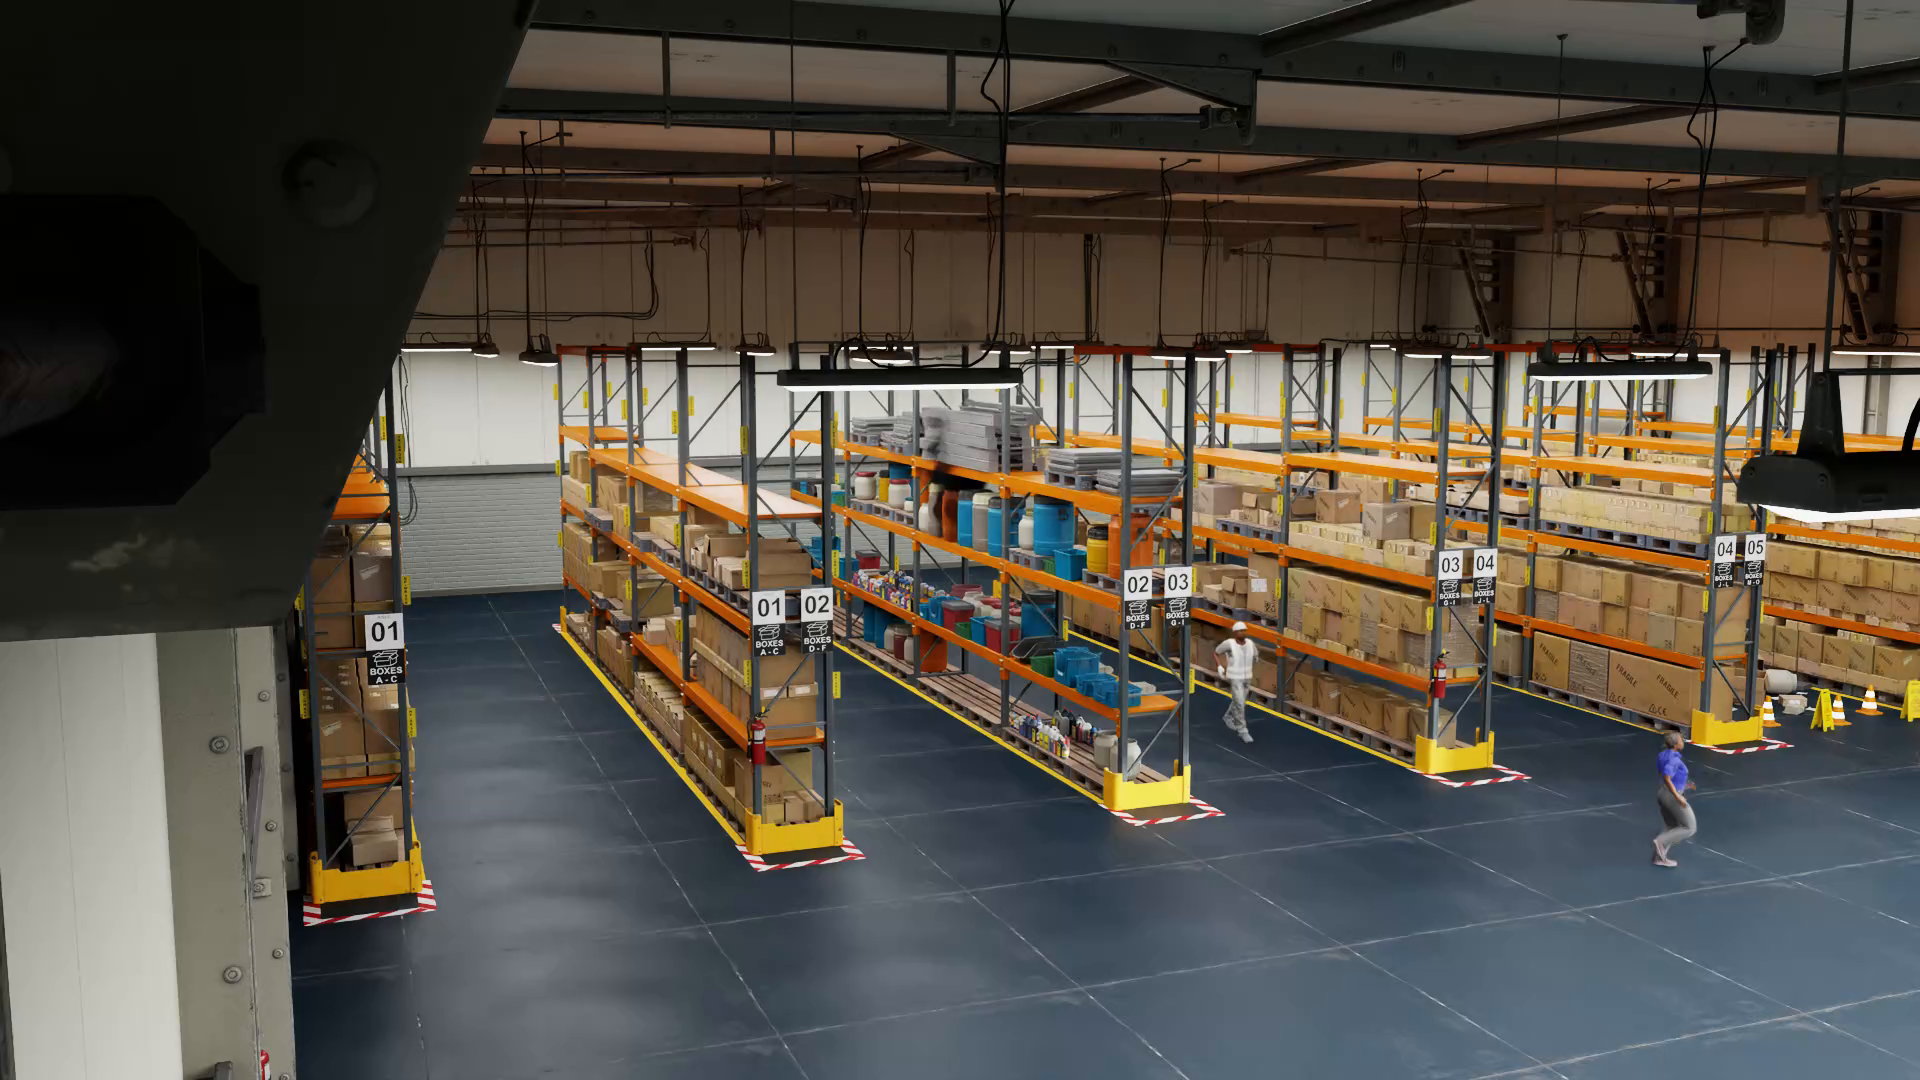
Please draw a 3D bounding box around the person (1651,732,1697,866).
[{"bbox_3d":[8.424,3.057,19.583,0.552,1.614,0.571,0,7,0],"label":"person"}]

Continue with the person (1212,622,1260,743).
[{"bbox_3d":[4.328,2.155,25.762,0.676,1.800,0.934,-4,8,-27],"label":"person"}]
